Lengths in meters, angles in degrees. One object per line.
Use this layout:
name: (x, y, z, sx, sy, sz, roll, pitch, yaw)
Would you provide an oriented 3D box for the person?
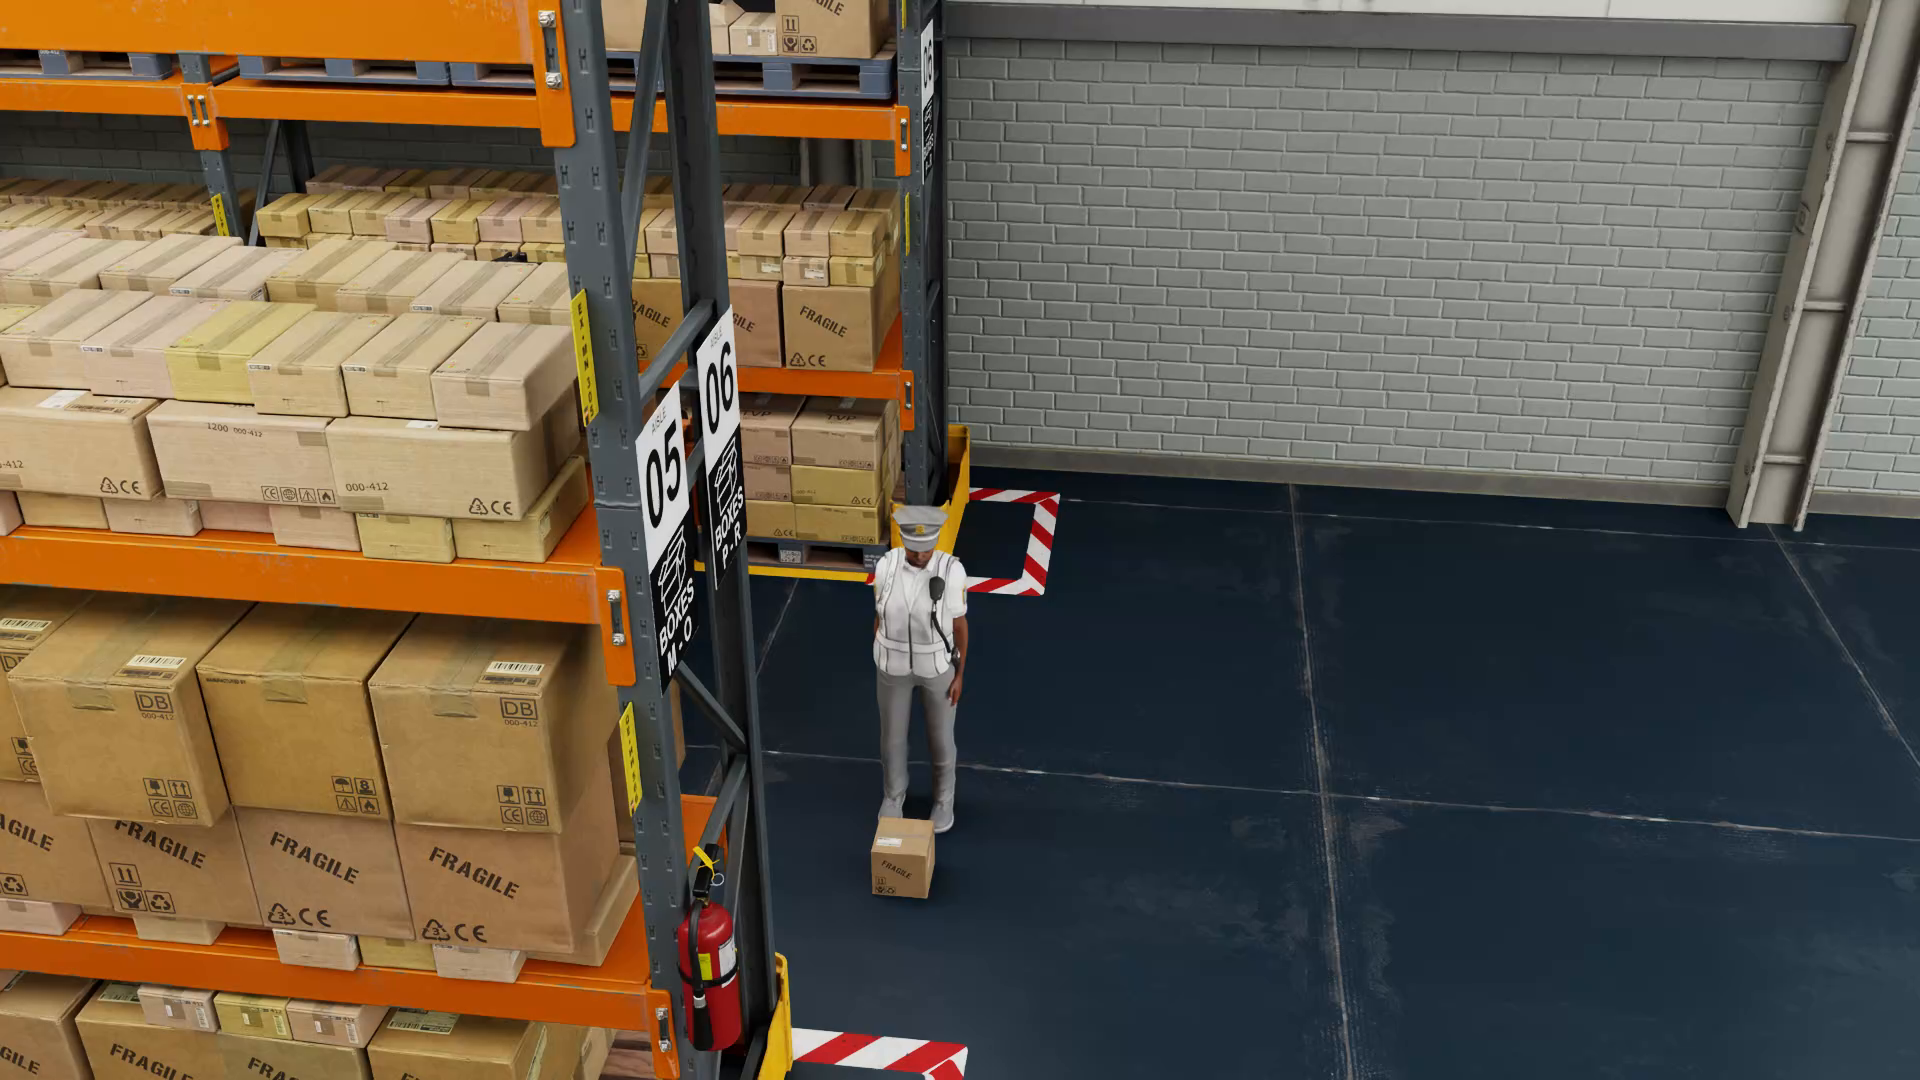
person: (-0.180, 0.598, 7.638, 0.438, 1.659, 0.341, 4, 29, 7)
